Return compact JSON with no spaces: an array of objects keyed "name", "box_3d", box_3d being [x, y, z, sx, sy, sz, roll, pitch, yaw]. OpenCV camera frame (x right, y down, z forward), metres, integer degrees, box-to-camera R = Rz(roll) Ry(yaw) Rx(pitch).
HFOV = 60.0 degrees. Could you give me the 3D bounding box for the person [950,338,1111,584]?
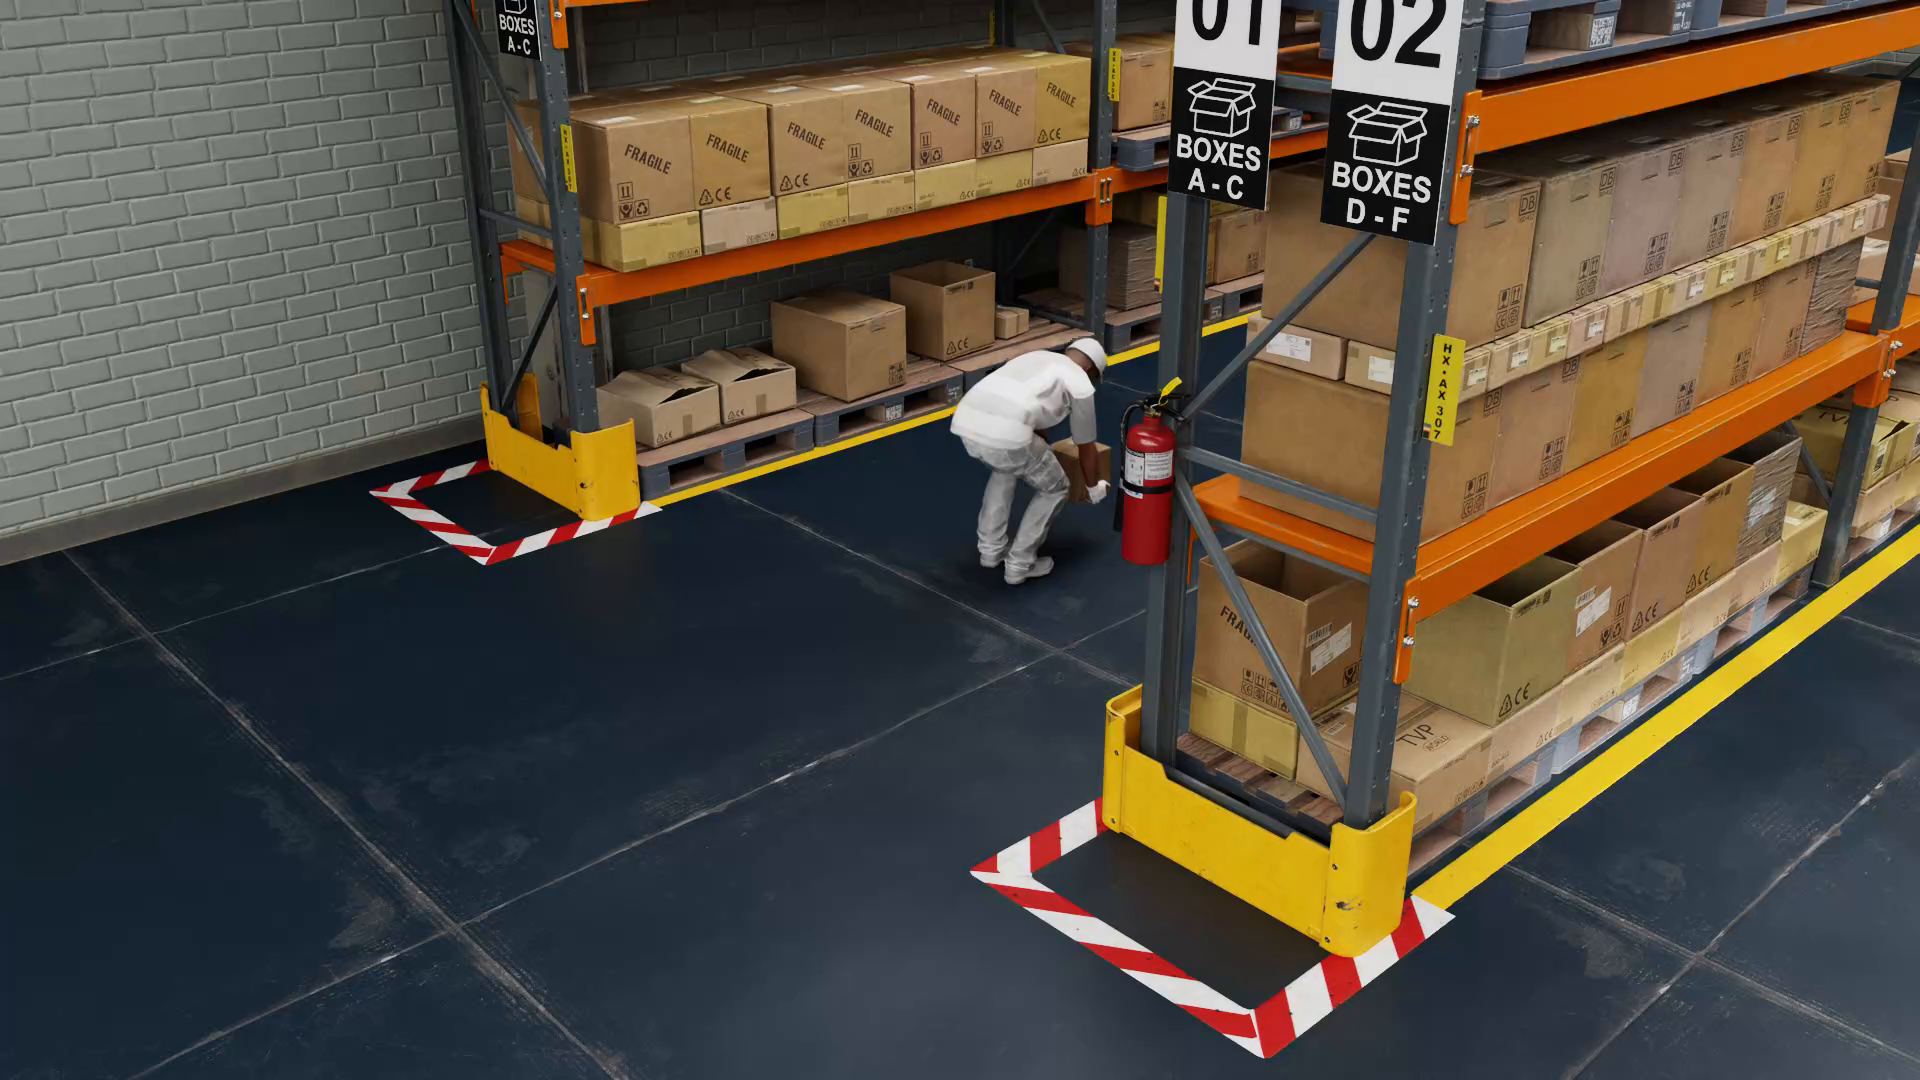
[{"name":"person","box_3d":[0.376,-0.410,8.348,0.531,1.083,0.977,22,32,39]}]
